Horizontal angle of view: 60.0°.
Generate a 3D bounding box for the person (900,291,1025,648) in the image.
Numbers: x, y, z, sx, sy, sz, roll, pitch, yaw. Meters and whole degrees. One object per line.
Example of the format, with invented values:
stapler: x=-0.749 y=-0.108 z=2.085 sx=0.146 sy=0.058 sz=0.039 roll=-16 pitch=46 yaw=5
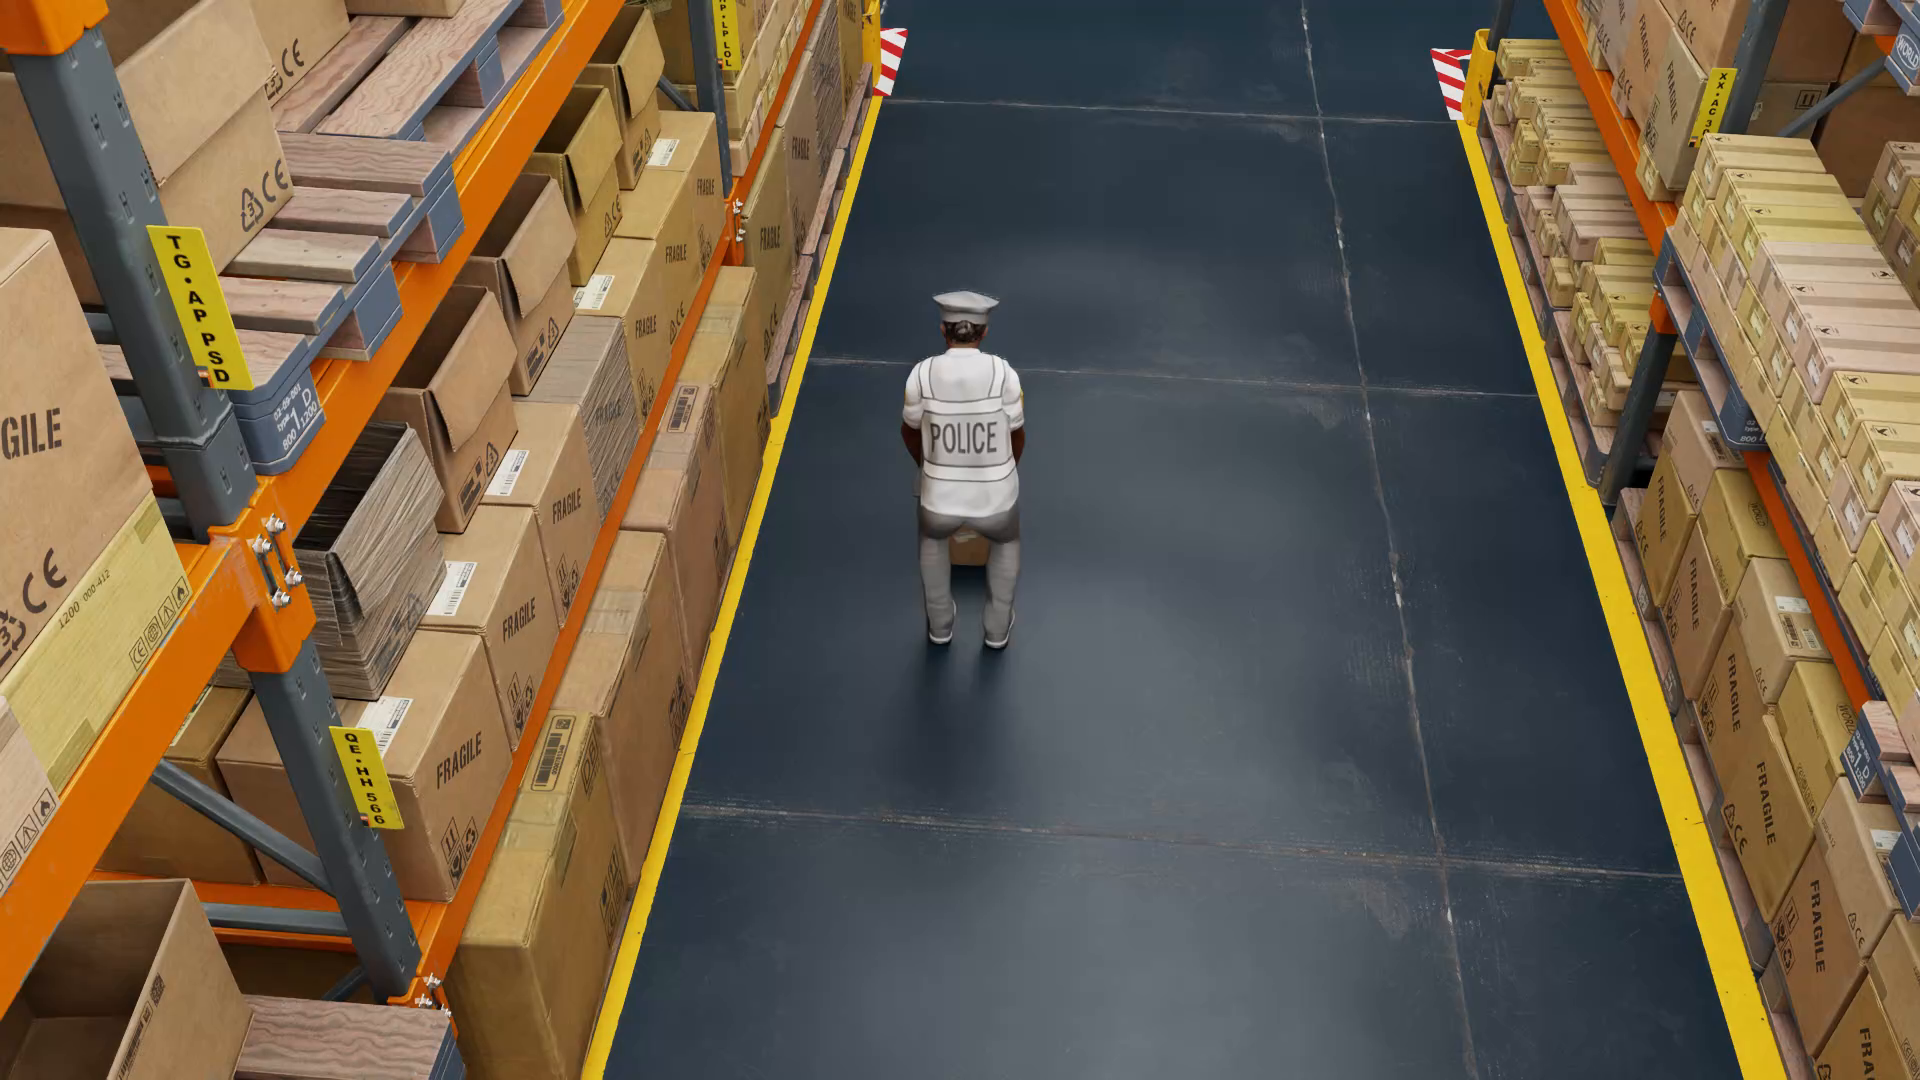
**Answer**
person: x=0.008 y=-0.243 z=6.574 sx=0.487 sy=1.508 sz=0.606 roll=4 pitch=40 yaw=4
